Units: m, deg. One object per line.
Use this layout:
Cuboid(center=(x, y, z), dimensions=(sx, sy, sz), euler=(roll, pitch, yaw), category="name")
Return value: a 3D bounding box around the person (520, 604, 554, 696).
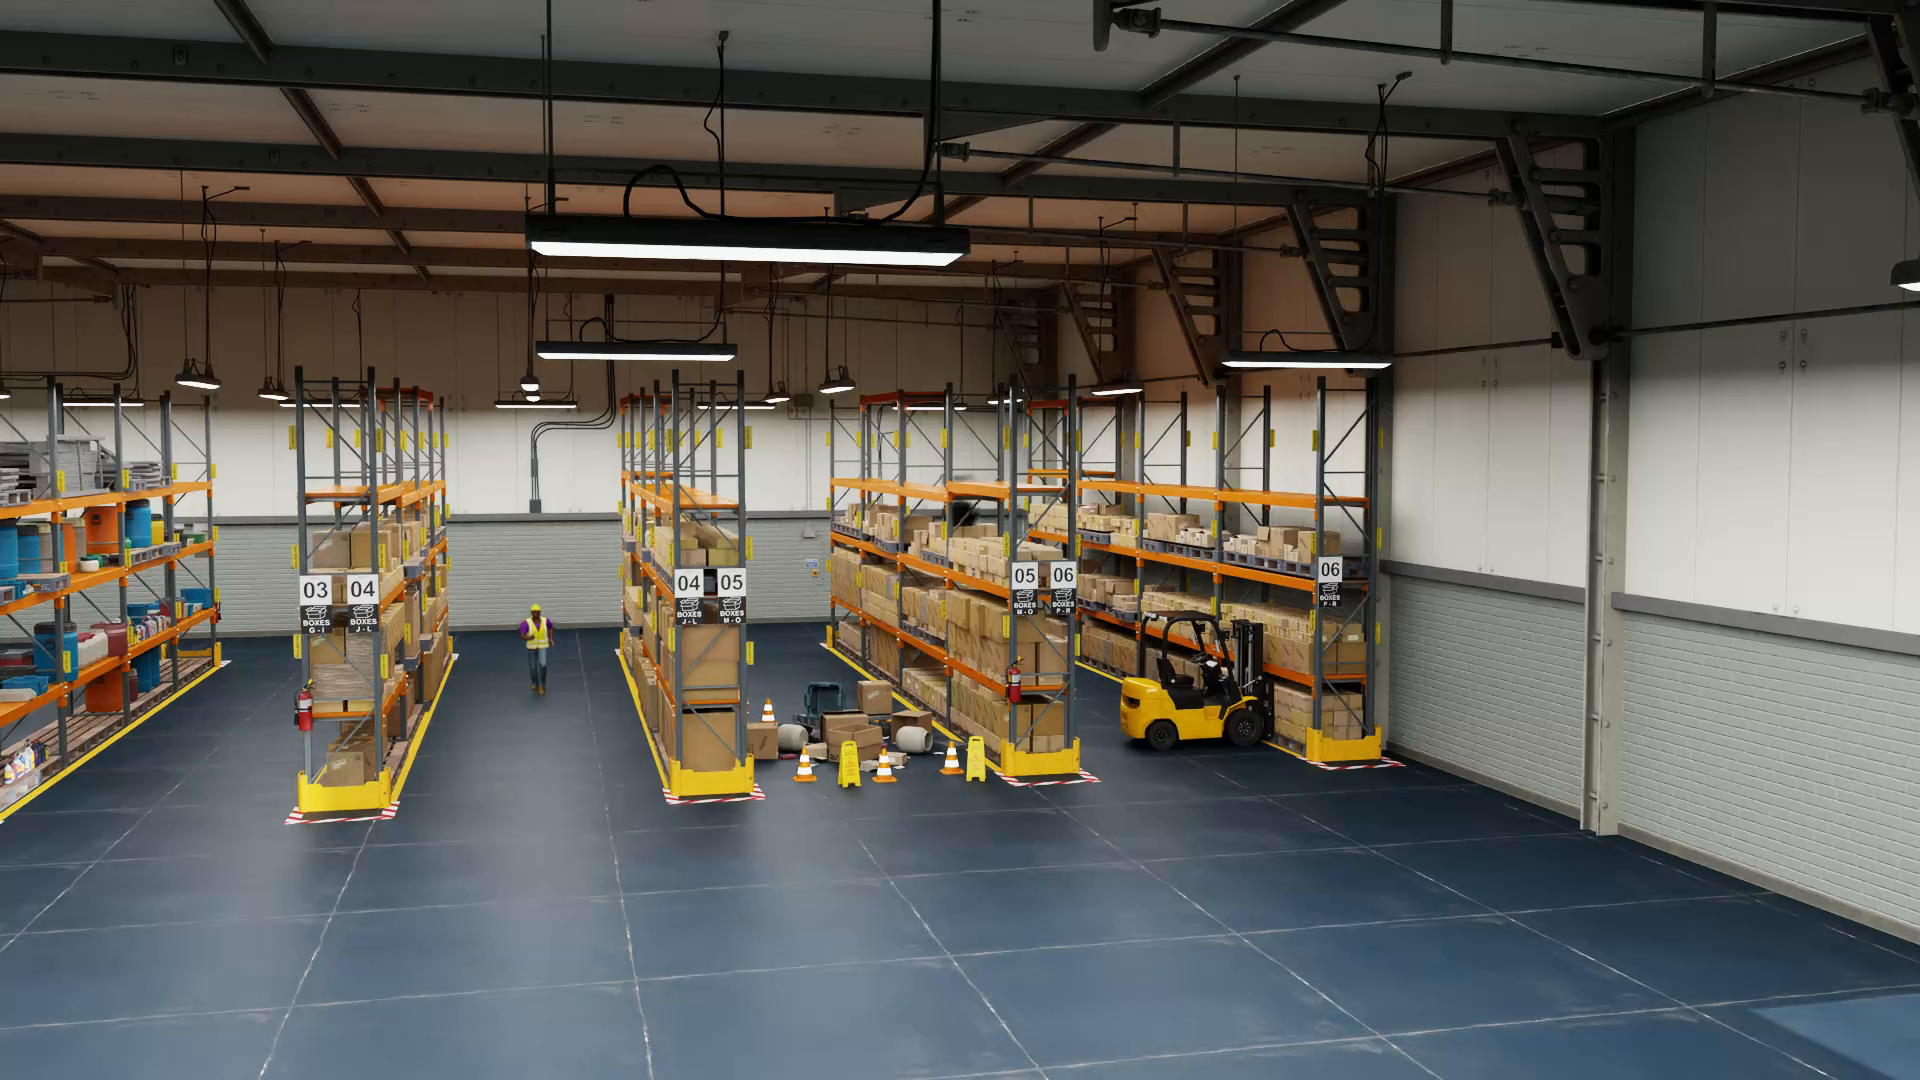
Cuboid(center=(-8.337, 2.169, 32.793), dimensions=(0.659, 1.811, 0.832), euler=(-1, 4, -15), category="person")
